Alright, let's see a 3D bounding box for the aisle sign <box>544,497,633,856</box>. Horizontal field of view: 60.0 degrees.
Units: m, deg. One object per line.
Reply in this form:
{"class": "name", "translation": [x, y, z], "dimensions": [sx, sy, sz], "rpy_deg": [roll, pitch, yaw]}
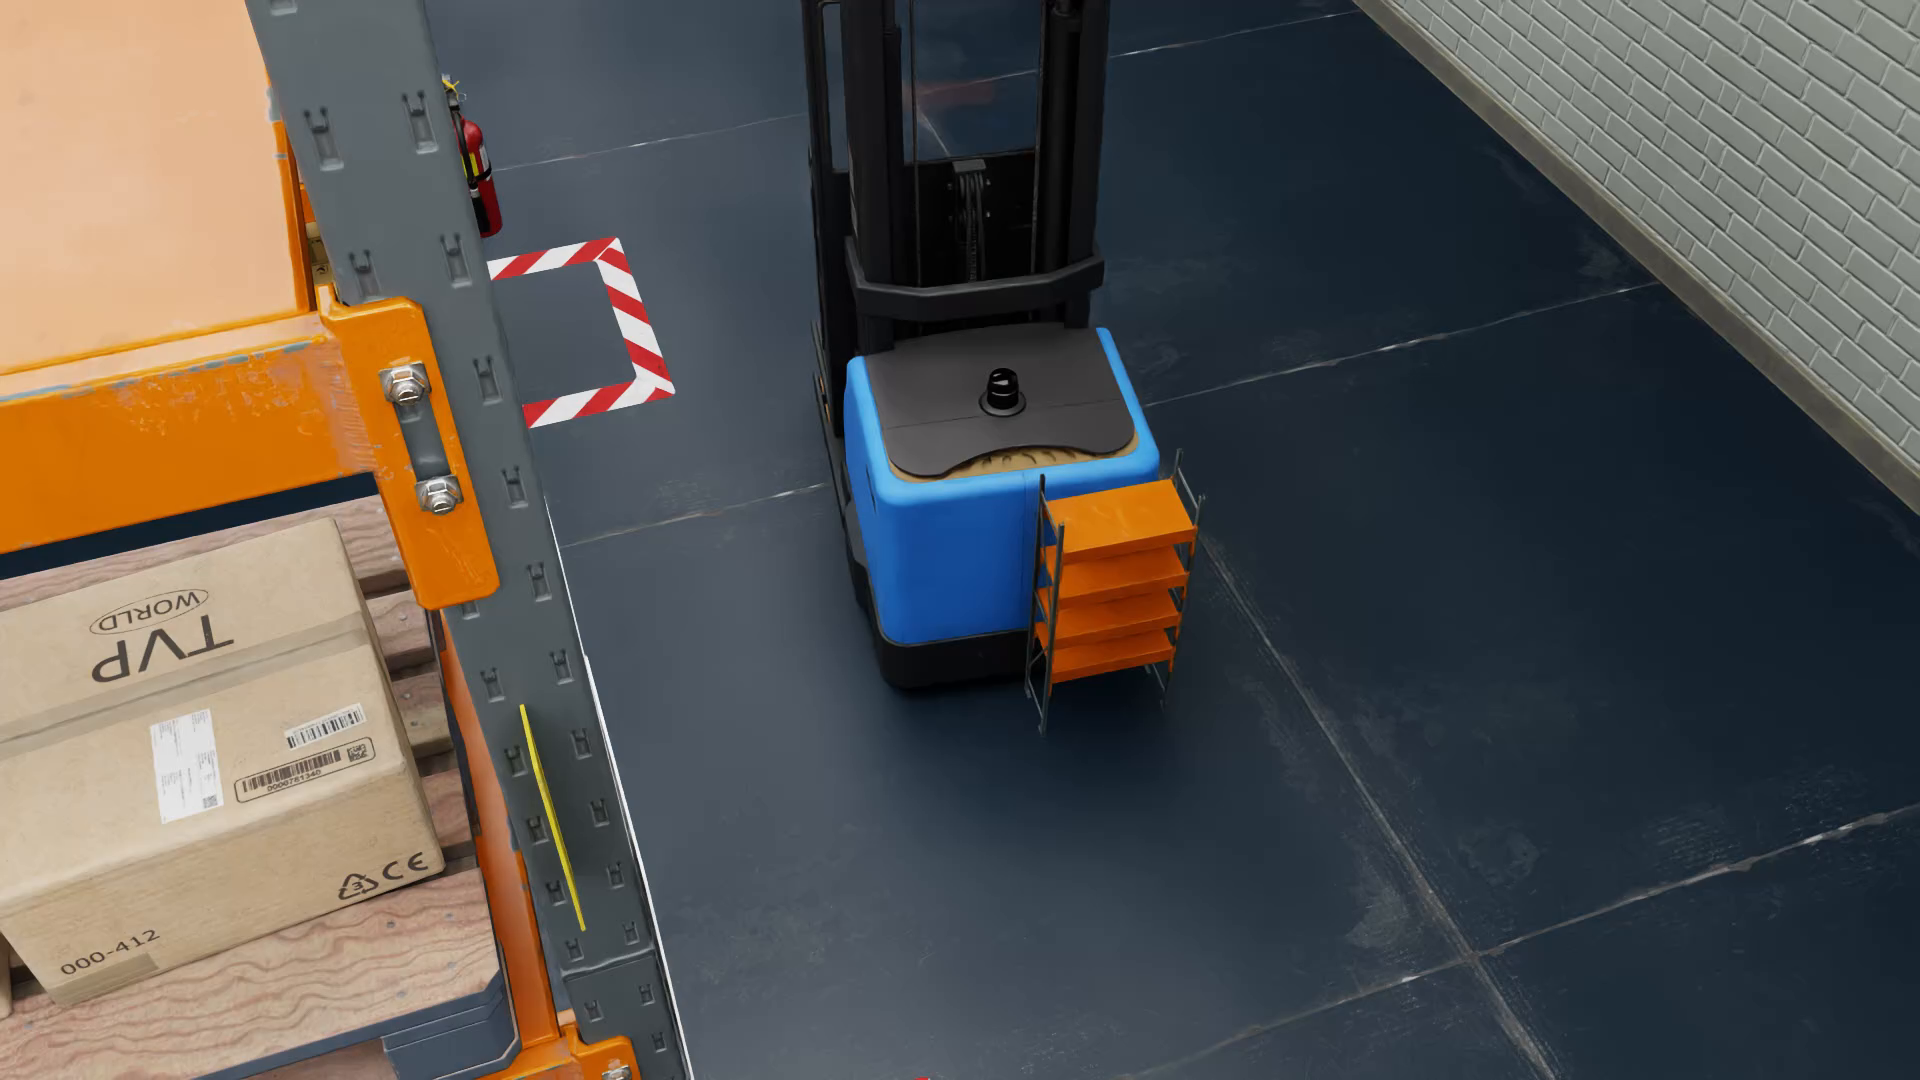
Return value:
{"class": "aisle sign", "translation": [-0.673, 0.177, 2.930], "dimensions": [0.004, 0.787, 0.394], "rpy_deg": [-14, 47, -14]}

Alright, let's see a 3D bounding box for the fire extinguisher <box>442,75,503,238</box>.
{"class": "fire extinguisher", "translation": [-2.025, -1.563, 6.817], "dimensions": [0.183, 0.674, 0.296], "rpy_deg": [-14, 47, -14]}

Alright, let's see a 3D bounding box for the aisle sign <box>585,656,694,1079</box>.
{"class": "aisle sign", "translation": [-0.470, 0.576, 2.532], "dimensions": [0.004, 0.787, 0.394], "rpy_deg": [-14, 47, -14]}

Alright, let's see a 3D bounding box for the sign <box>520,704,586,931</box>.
{"class": "sign", "translation": [-0.471, 0.326, 1.929], "dimensions": [0.005, 0.325, 0.100], "rpy_deg": [-14, 47, -14]}

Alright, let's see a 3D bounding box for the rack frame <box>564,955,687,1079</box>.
{"class": "rack frame", "translation": [-0.643, 1.305, 3.641], "dimensions": [0.127, 3.000, 1.000], "rpy_deg": [-14, 47, -14]}

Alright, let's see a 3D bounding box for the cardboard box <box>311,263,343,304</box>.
{"class": "cardboard box", "translation": [-2.830, -1.024, 7.259], "dimensions": [0.250, 0.149, 0.380], "rpy_deg": [-14, 47, -13]}

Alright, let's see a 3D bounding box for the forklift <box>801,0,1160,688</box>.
{"class": "forklift", "translation": [-0.057, -1.526, 6.511], "dimensions": [1.130, 2.935, 3.031], "rpy_deg": [-8, 46, -8]}

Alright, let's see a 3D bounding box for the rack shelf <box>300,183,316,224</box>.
{"class": "rack shelf", "translation": [-4.299, -1.234, 6.679], "dimensions": [4.000, 0.370, 1.077], "rpy_deg": [-14, 47, -14]}

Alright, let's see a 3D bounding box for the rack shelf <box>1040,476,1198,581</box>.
{"class": "rack shelf", "translation": [0.537, -0.042, 5.689], "dimensions": [0.480, 0.148, 0.258], "rpy_deg": [-11, 49, -10]}

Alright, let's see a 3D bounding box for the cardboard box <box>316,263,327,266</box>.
{"class": "cardboard box", "translation": [-2.998, -1.261, 7.704], "dimensions": [0.250, 0.149, 0.380], "rpy_deg": [-13, 46, -12]}

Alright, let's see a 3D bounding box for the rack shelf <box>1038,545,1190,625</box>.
{"class": "rack shelf", "translation": [0.534, 0.115, 5.866], "dimensions": [0.480, 0.148, 0.258], "rpy_deg": [-11, 49, -10]}

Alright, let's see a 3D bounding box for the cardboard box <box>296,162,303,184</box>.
{"class": "cardboard box", "translation": [-2.629, -1.613, 6.727], "dimensions": [0.250, 0.149, 0.380], "rpy_deg": [-14, 47, -14]}

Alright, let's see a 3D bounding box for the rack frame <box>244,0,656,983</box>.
{"class": "rack frame", "translation": [-0.643, -0.813, 1.516], "dimensions": [0.127, 3.000, 1.000], "rpy_deg": [-14, 47, -14]}

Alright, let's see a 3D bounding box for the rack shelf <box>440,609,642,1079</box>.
{"class": "rack shelf", "translation": [-2.524, 0.981, 2.354], "dimensions": [4.000, 0.370, 1.077], "rpy_deg": [-14, 47, -14]}

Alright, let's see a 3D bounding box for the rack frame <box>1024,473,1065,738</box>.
{"class": "rack frame", "translation": [0.296, 0.263, 5.939], "dimensions": [0.015, 1.200, 0.240], "rpy_deg": [-11, 49, -10]}

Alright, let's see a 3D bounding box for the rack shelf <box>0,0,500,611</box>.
{"class": "rack shelf", "translation": [-2.524, 0.063, 1.433], "dimensions": [4.000, 0.370, 1.077], "rpy_deg": [-14, 47, -14]}

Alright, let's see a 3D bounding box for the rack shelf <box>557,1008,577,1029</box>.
{"class": "rack shelf", "translation": [-2.524, 2.040, 3.417], "dimensions": [4.000, 0.370, 1.077], "rpy_deg": [-14, 47, -14]}

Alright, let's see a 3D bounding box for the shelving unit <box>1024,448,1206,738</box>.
{"class": "shelving unit", "translation": [0.532, 0.219, 5.983], "dimensions": [0.503, 1.200, 0.258], "rpy_deg": [-11, 49, -10]}

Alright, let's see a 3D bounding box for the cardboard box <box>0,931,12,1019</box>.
{"class": "cardboard box", "translation": [-1.402, 0.473, 2.162], "dimensions": [0.250, 0.149, 0.380], "rpy_deg": [-18, 48, -17]}

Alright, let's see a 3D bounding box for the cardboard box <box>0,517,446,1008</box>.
{"class": "cardboard box", "translation": [-1.035, 0.283, 2.280], "dimensions": [0.500, 0.250, 0.500], "rpy_deg": [-18, 48, -17]}

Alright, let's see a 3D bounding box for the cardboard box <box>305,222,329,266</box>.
{"class": "cardboard box", "translation": [-3.026, -1.421, 7.654], "dimensions": [0.250, 0.149, 0.380], "rpy_deg": [-16, 47, -16]}

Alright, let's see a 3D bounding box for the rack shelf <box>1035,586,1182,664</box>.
{"class": "rack shelf", "translation": [0.531, 0.264, 6.034], "dimensions": [0.480, 0.148, 0.258], "rpy_deg": [-11, 49, -10]}

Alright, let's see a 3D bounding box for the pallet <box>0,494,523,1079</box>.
{"class": "pallet", "translation": [-1.337, 0.463, 2.425], "dimensions": [1.213, 0.211, 1.003], "rpy_deg": [-14, 47, -14]}

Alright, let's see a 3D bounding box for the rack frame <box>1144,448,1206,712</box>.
{"class": "rack frame", "translation": [0.768, 0.175, 6.027], "dimensions": [0.015, 1.200, 0.240], "rpy_deg": [-11, 49, -10]}

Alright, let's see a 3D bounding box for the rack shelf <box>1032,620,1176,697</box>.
{"class": "rack shelf", "translation": [0.528, 0.396, 6.182], "dimensions": [0.480, 0.148, 0.258], "rpy_deg": [-11, 49, -10]}
